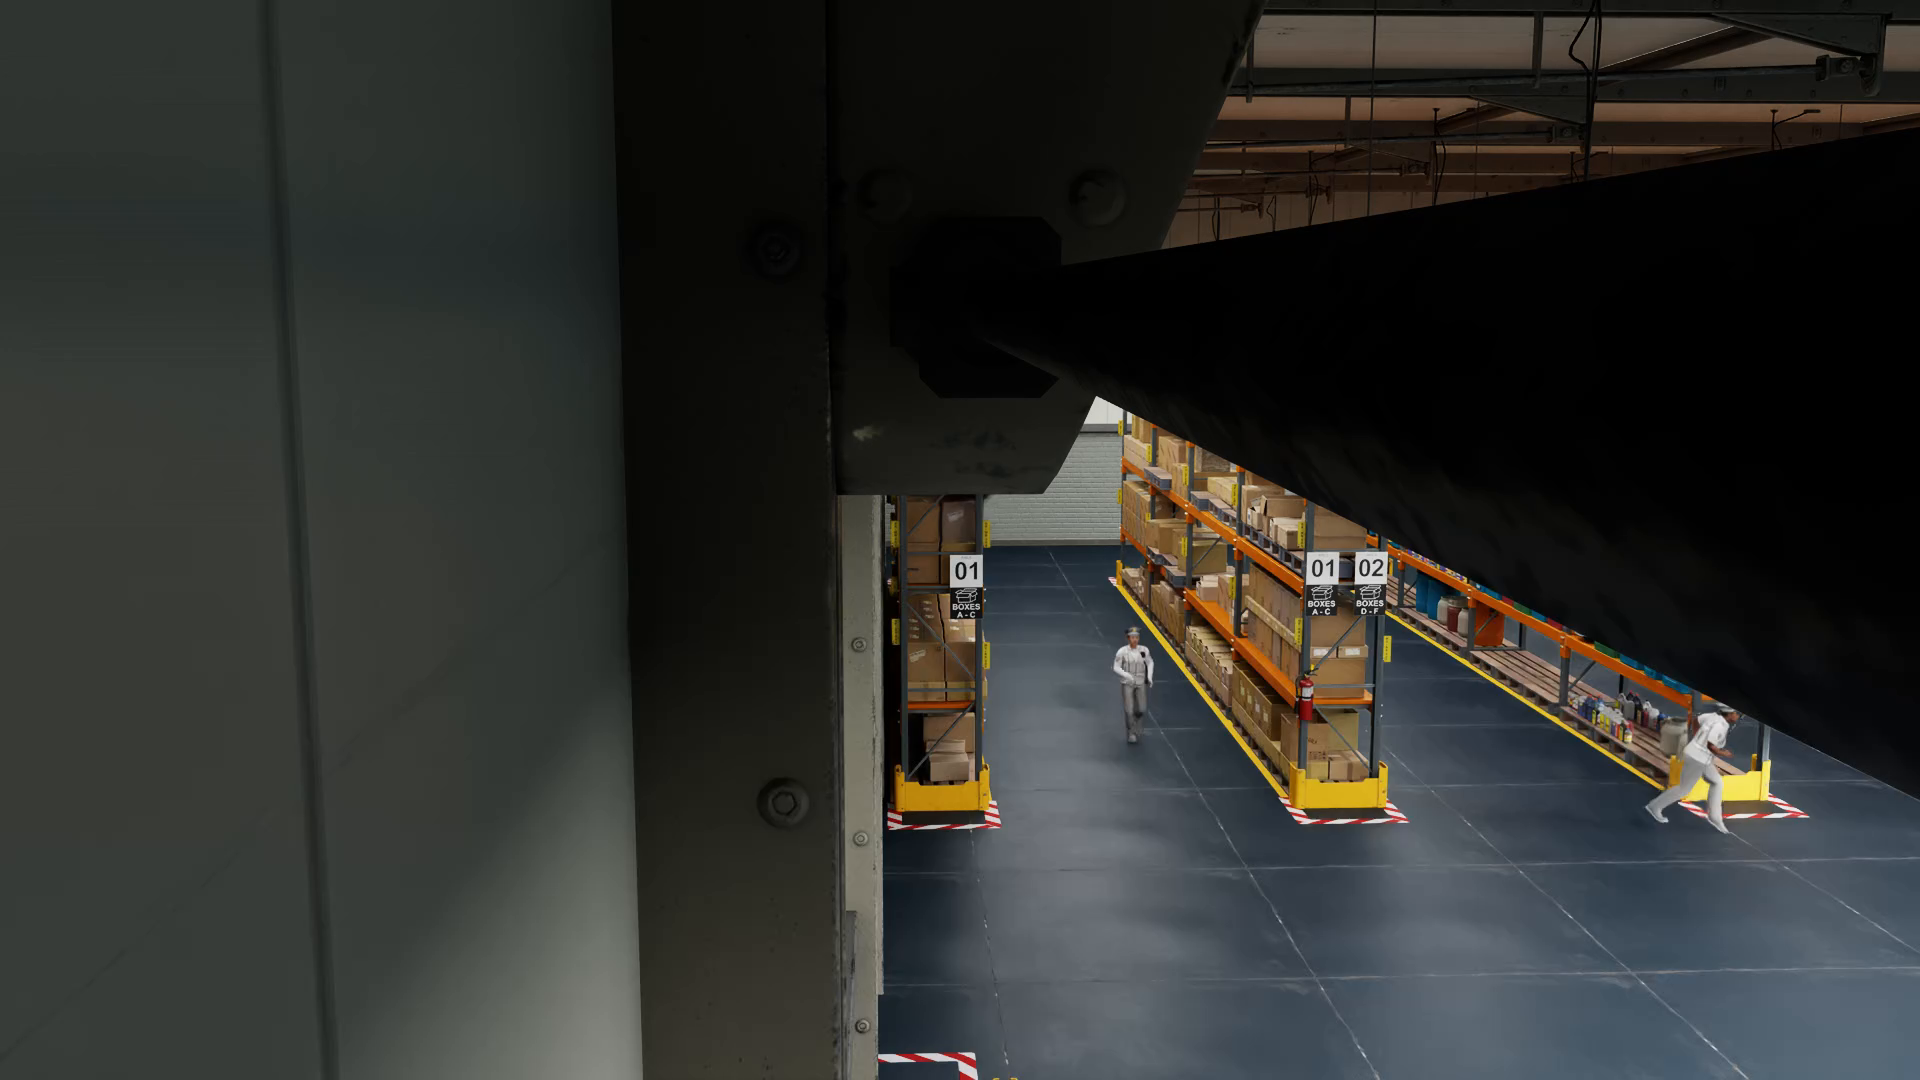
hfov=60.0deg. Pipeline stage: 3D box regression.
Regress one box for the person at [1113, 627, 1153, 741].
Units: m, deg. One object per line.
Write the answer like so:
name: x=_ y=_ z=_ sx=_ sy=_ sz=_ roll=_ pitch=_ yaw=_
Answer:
person: x=2.479 y=2.051 z=23.582 sx=0.605 sy=1.659 sz=0.535 roll=-1 pitch=8 yaw=-4

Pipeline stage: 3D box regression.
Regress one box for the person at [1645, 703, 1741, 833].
person: x=8.709 y=2.679 z=19.777 sx=0.985 sy=1.625 sz=0.618 roll=2 pitch=9 yaw=16
